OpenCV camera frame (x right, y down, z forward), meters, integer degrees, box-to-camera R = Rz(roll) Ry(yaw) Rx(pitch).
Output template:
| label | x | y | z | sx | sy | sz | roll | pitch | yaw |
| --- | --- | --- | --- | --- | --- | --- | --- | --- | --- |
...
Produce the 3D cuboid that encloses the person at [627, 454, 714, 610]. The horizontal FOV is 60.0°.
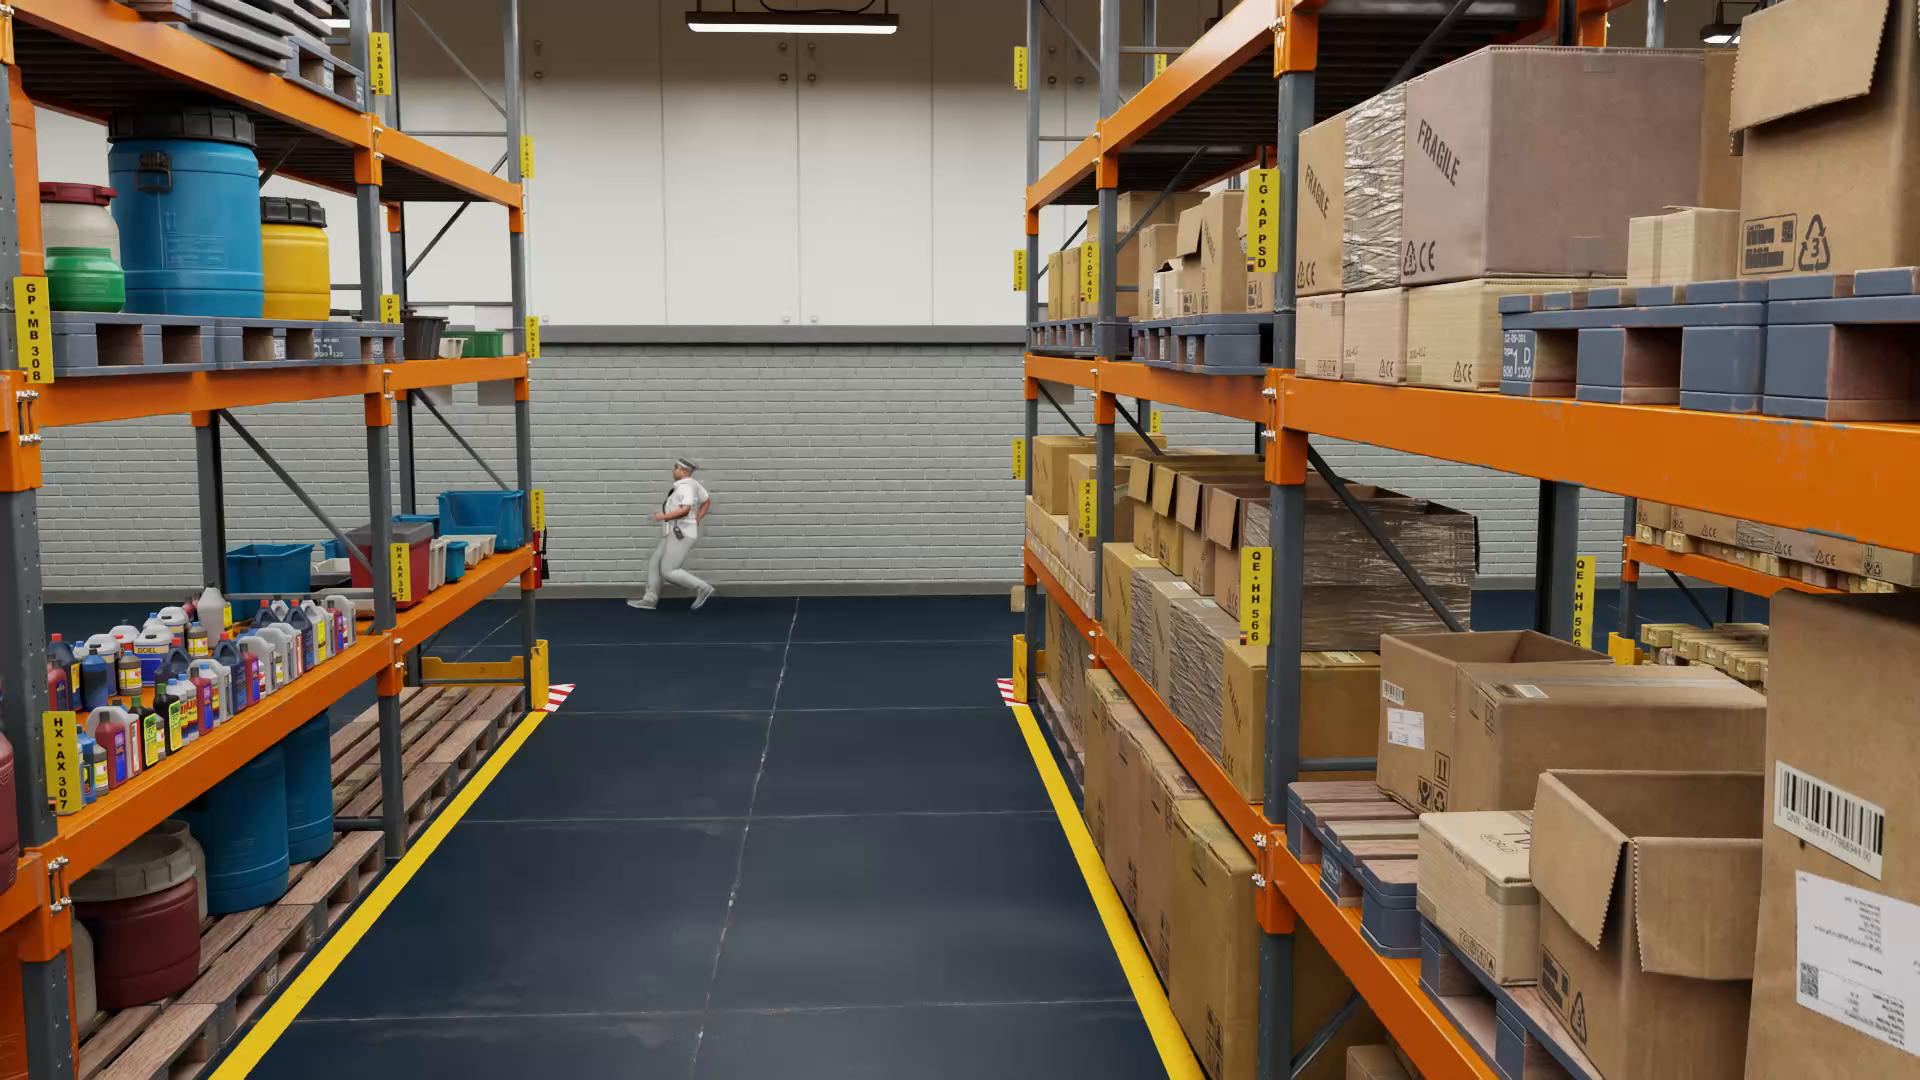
| label | x | y | z | sx | sy | sz | roll | pitch | yaw |
| --- | --- | --- | --- | --- | --- | --- | --- | --- | --- |
| person | -3.132 | -0.072 | 17.887 | 0.939 | 1.709 | 0.658 | -1 | 7 | -10 |
